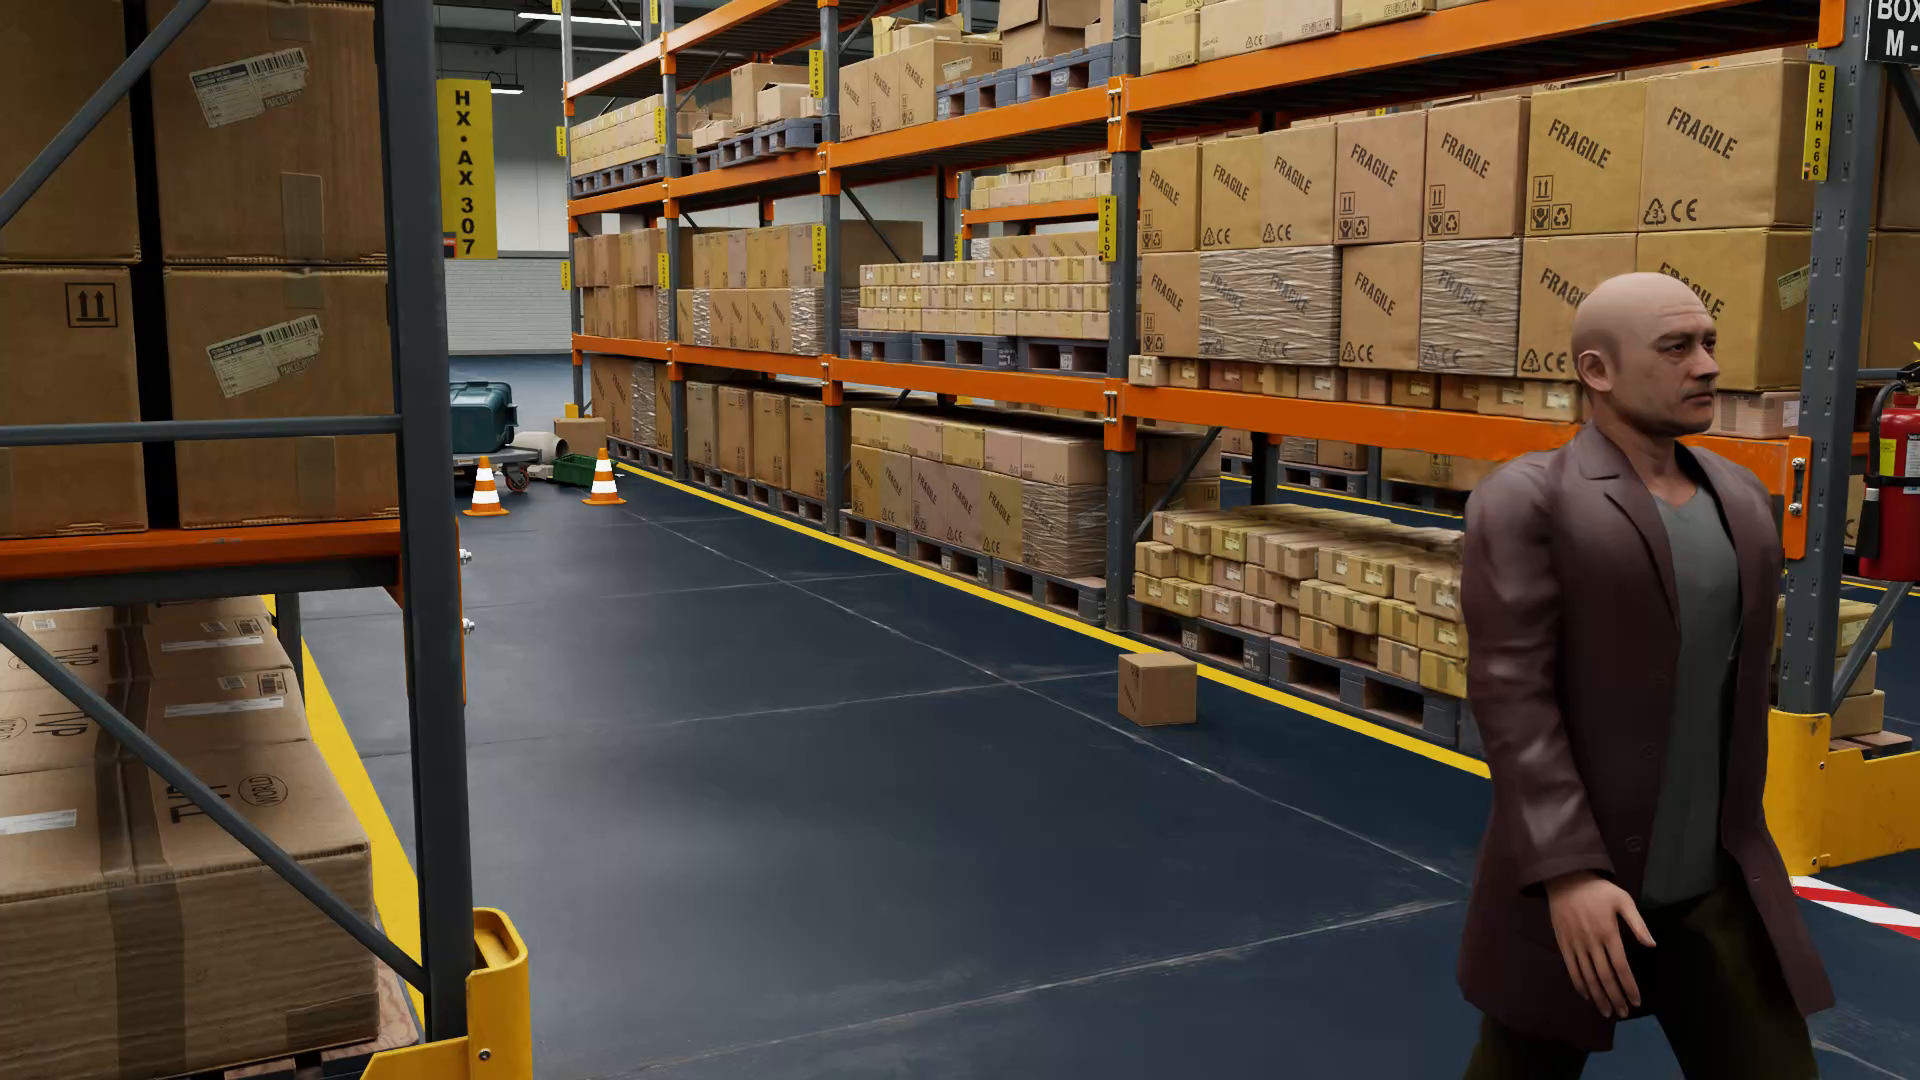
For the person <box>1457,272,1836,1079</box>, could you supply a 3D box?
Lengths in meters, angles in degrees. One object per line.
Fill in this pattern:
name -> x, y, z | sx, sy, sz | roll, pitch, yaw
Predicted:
person -> 1.019, 0.500, 2.414 | 0.571, 1.760, 0.965 | -2, 9, -12
